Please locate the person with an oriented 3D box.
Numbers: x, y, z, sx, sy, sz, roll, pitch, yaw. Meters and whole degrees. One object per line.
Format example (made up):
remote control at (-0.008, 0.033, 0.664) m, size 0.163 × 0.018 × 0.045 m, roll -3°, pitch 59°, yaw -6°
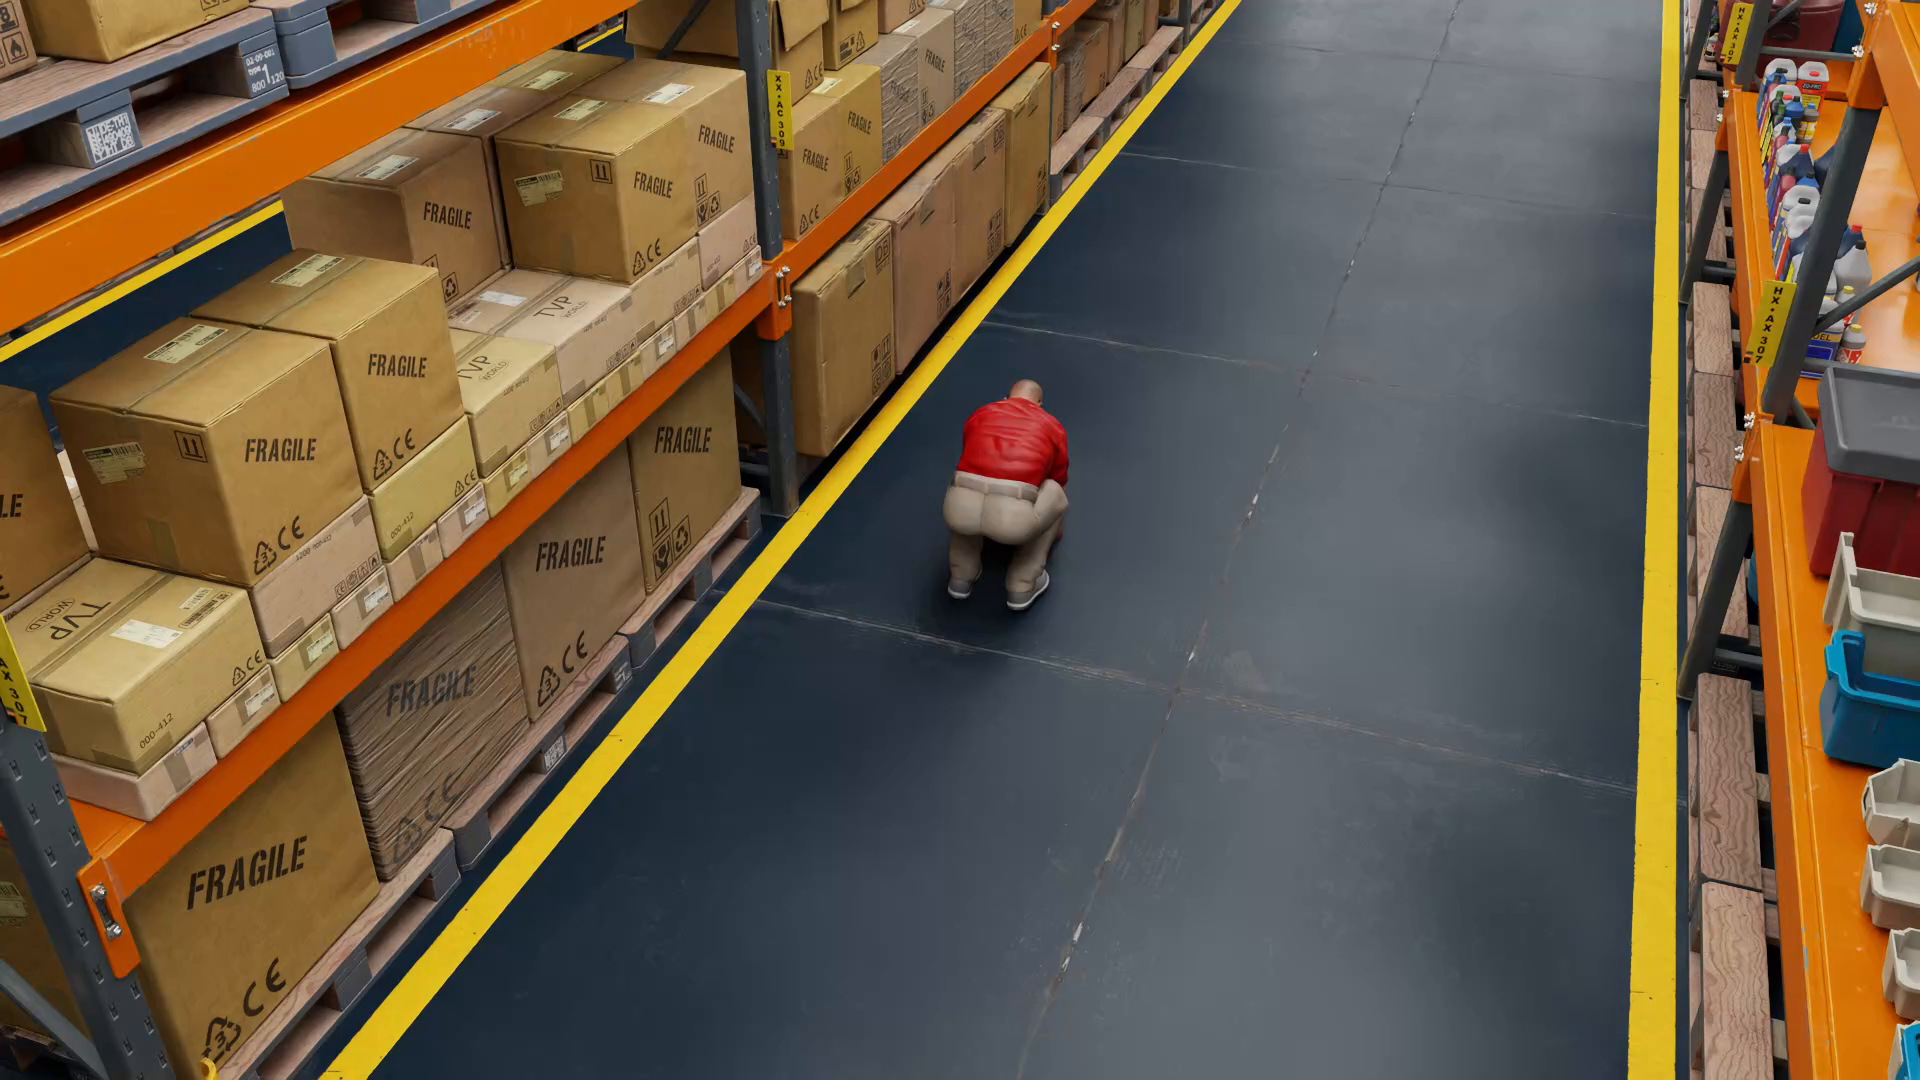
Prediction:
person at (0.213, -0.188, 7.342) m, size 0.527 × 0.789 × 0.939 m, roll 10°, pitch 34°, yaw 15°
